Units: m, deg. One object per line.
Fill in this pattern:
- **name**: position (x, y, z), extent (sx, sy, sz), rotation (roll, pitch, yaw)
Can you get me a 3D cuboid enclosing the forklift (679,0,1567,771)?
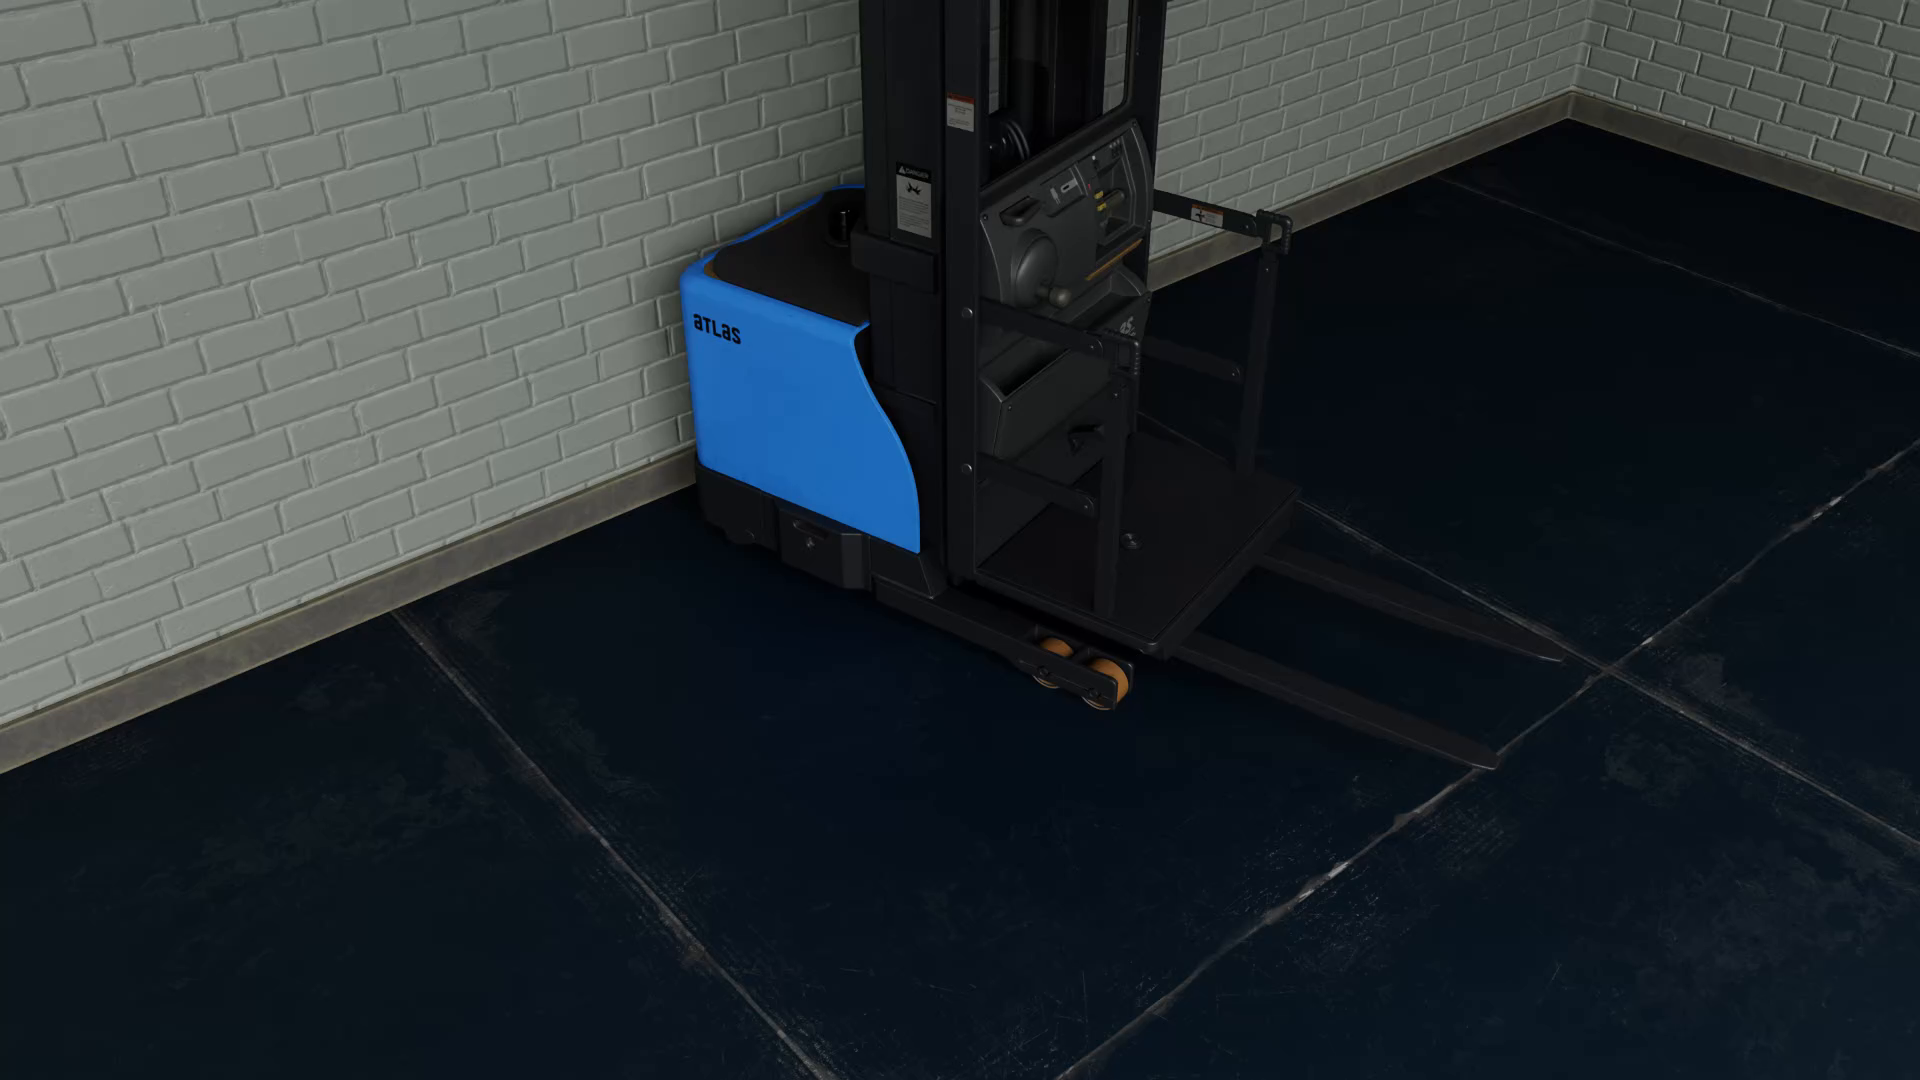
- **forklift**: position (0.519, -0.990, 5.112), extent (3.031, 2.935, 1.130), rotation (22, 41, 28)
